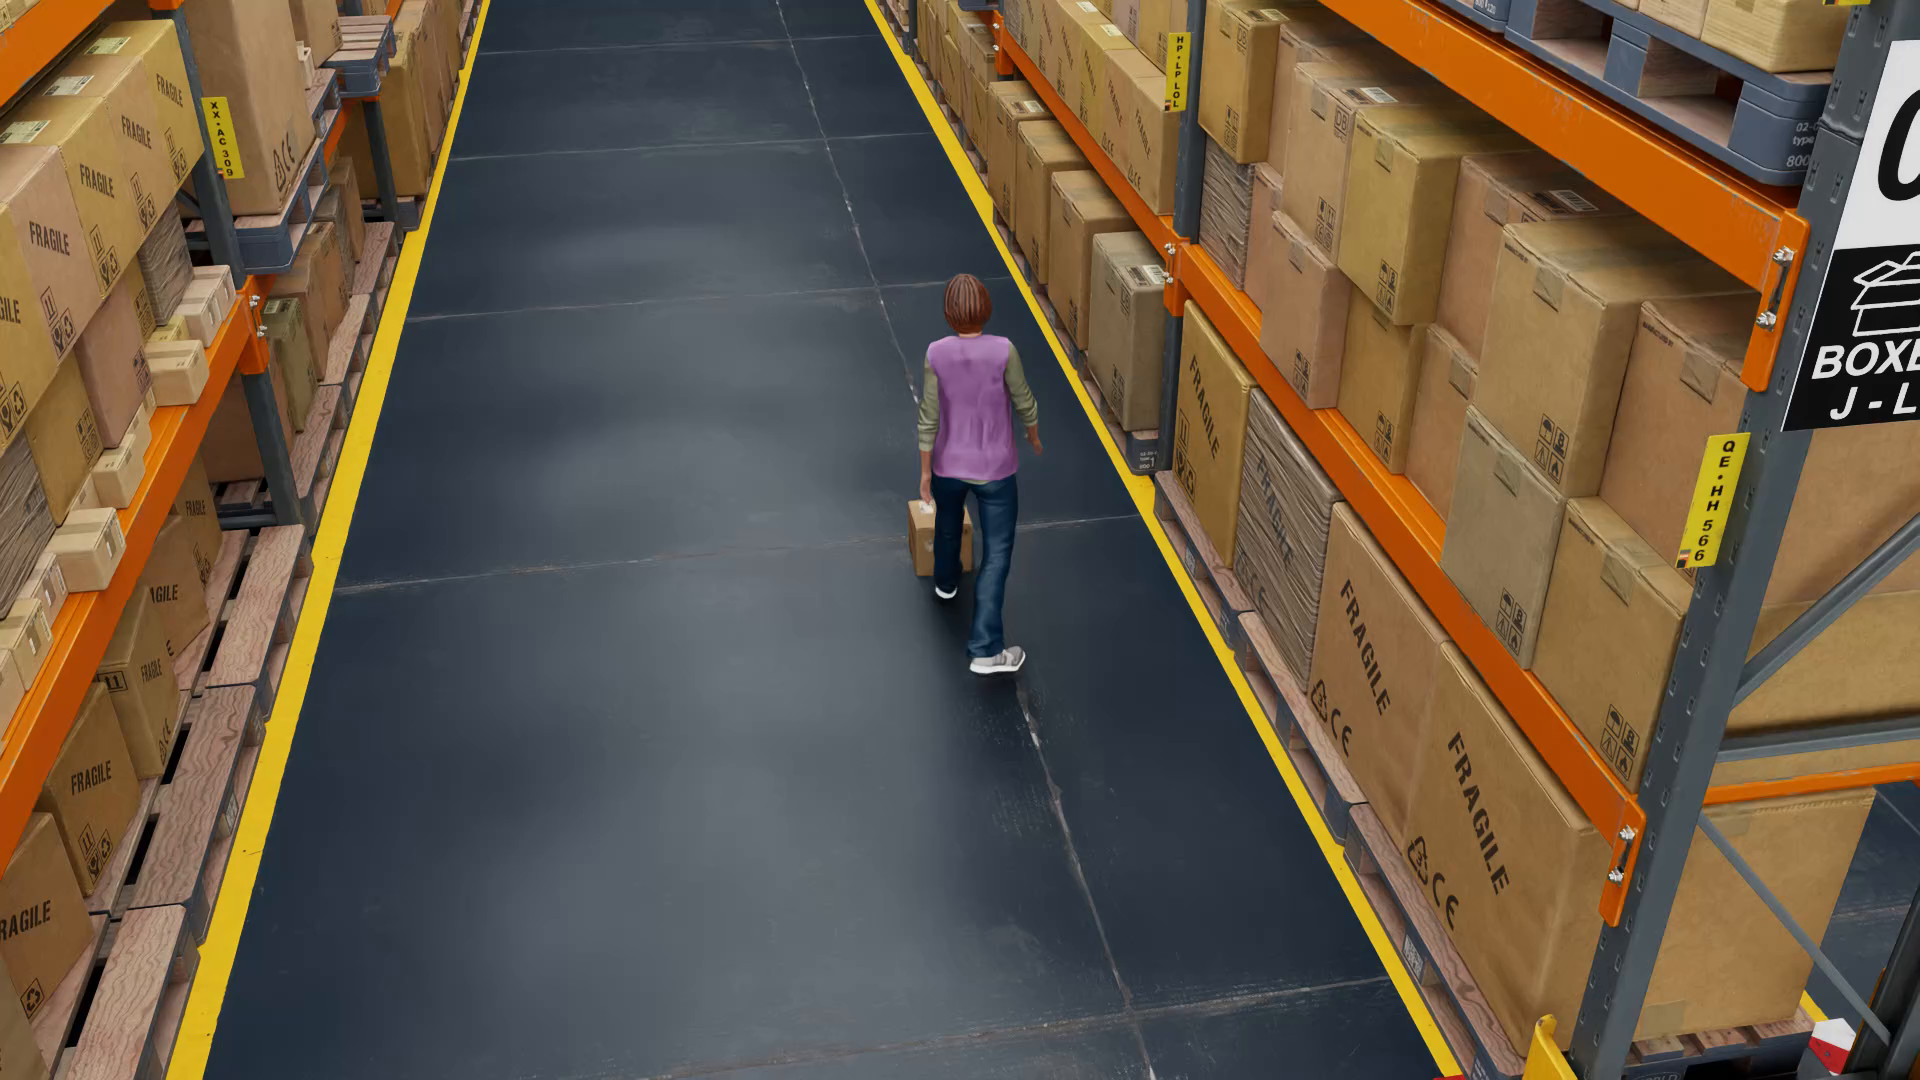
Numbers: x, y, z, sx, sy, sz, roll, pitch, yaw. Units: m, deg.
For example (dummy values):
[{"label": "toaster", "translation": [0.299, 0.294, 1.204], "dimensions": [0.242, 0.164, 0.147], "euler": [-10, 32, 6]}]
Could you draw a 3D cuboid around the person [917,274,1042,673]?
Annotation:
[{"label": "person", "translation": [0.075, -0.297, 6.634], "dimensions": [0.500, 1.543, 0.881], "euler": [6, 32, 10]}]
